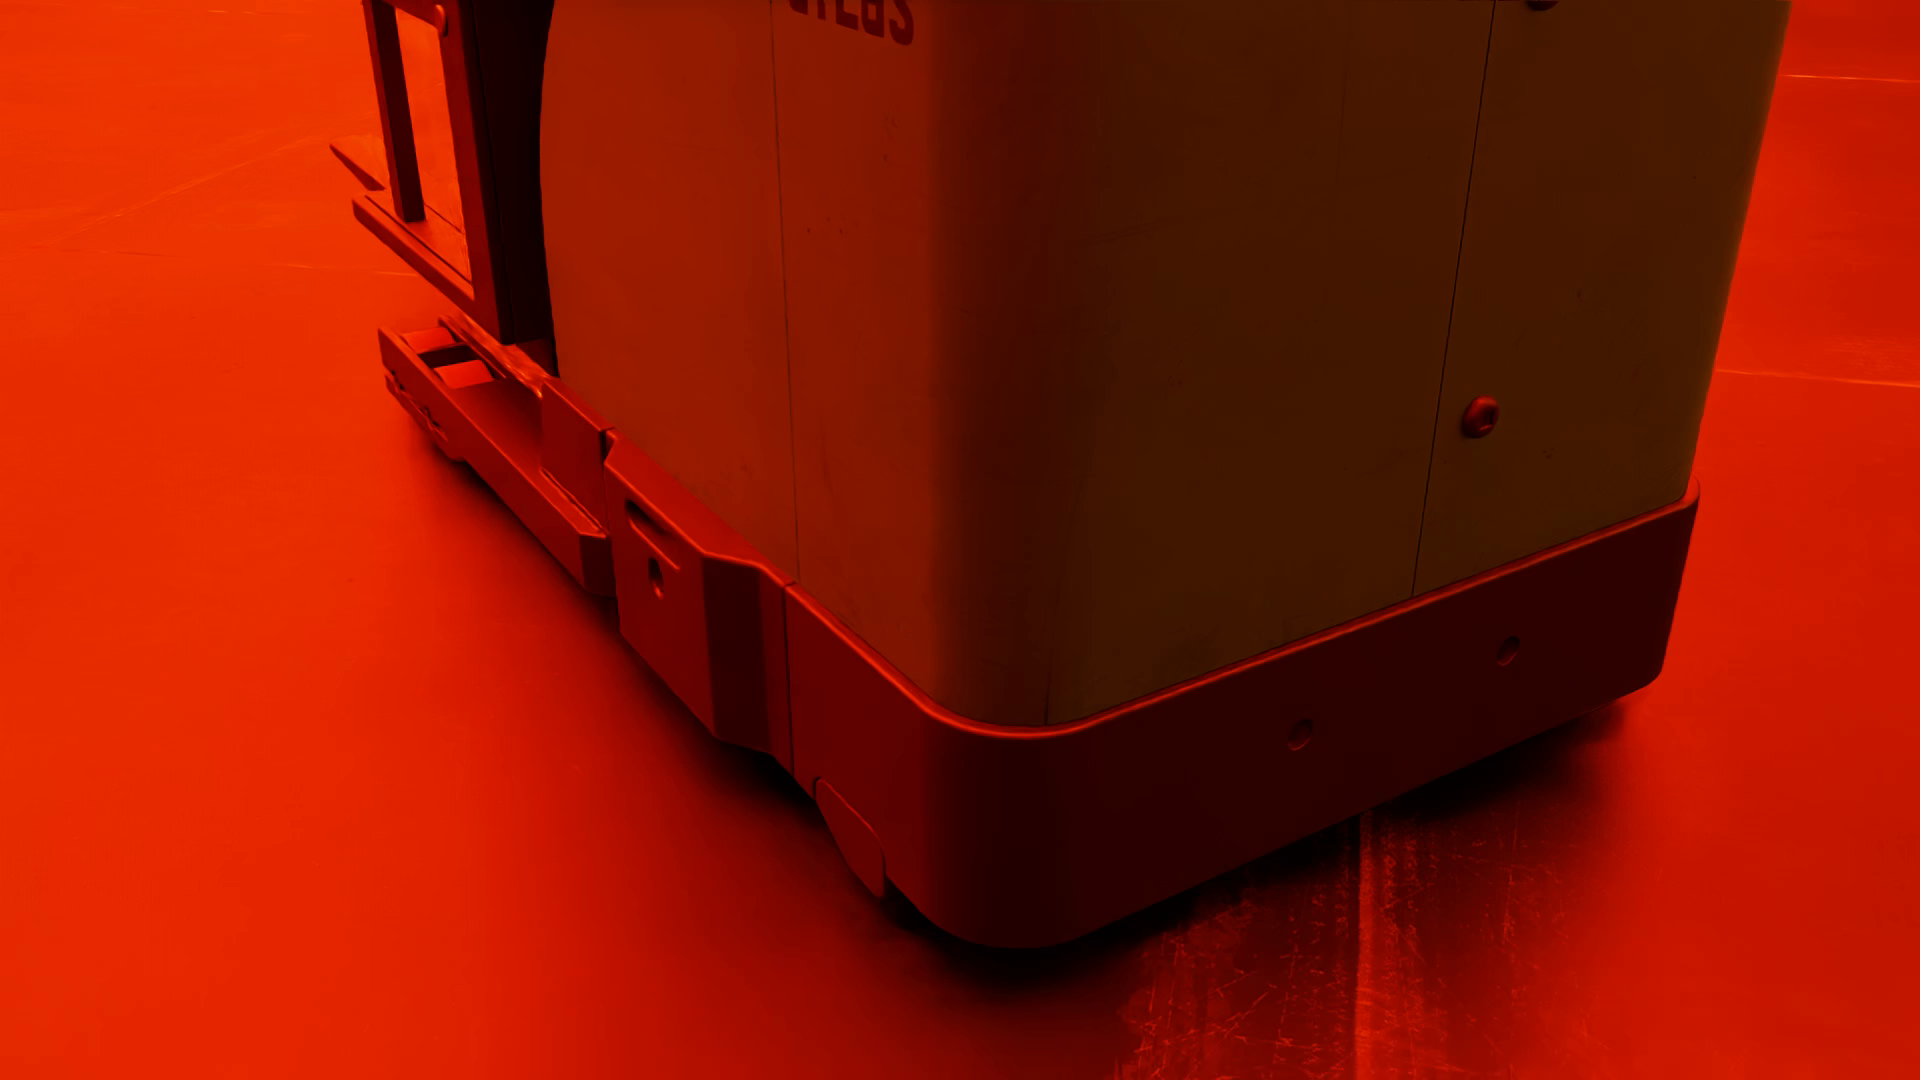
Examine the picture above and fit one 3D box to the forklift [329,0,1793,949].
[{"bbox_3d":[-0.351,-1.540,2.299,1.130,2.935,3.031,-16,31,-29],"label":"forklift"}]
